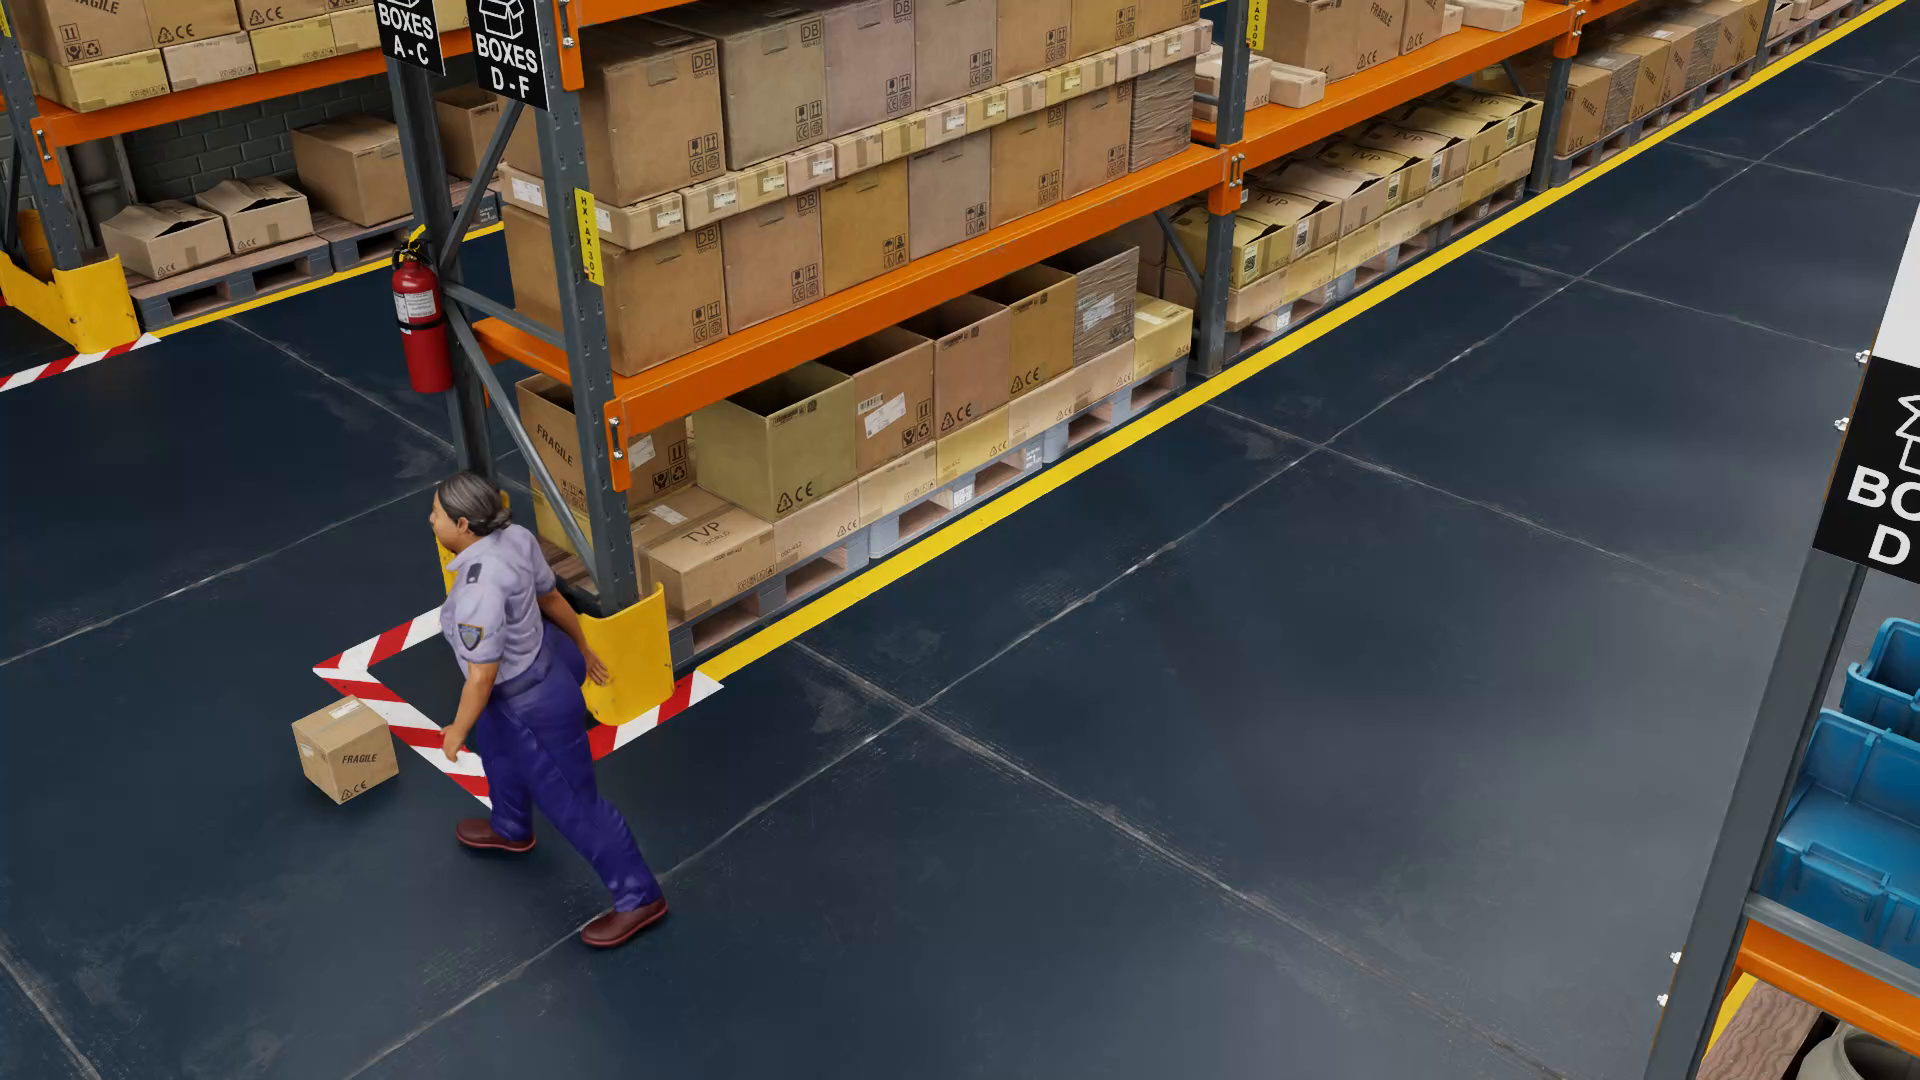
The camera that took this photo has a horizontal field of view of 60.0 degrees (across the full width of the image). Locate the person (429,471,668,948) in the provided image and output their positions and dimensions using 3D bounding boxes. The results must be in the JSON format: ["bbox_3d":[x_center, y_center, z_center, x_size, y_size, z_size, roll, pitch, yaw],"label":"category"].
[{"bbox_3d":[-1.388,0.514,5.330,0.786,1.589,0.660,-2,32,-4],"label":"person"}]
